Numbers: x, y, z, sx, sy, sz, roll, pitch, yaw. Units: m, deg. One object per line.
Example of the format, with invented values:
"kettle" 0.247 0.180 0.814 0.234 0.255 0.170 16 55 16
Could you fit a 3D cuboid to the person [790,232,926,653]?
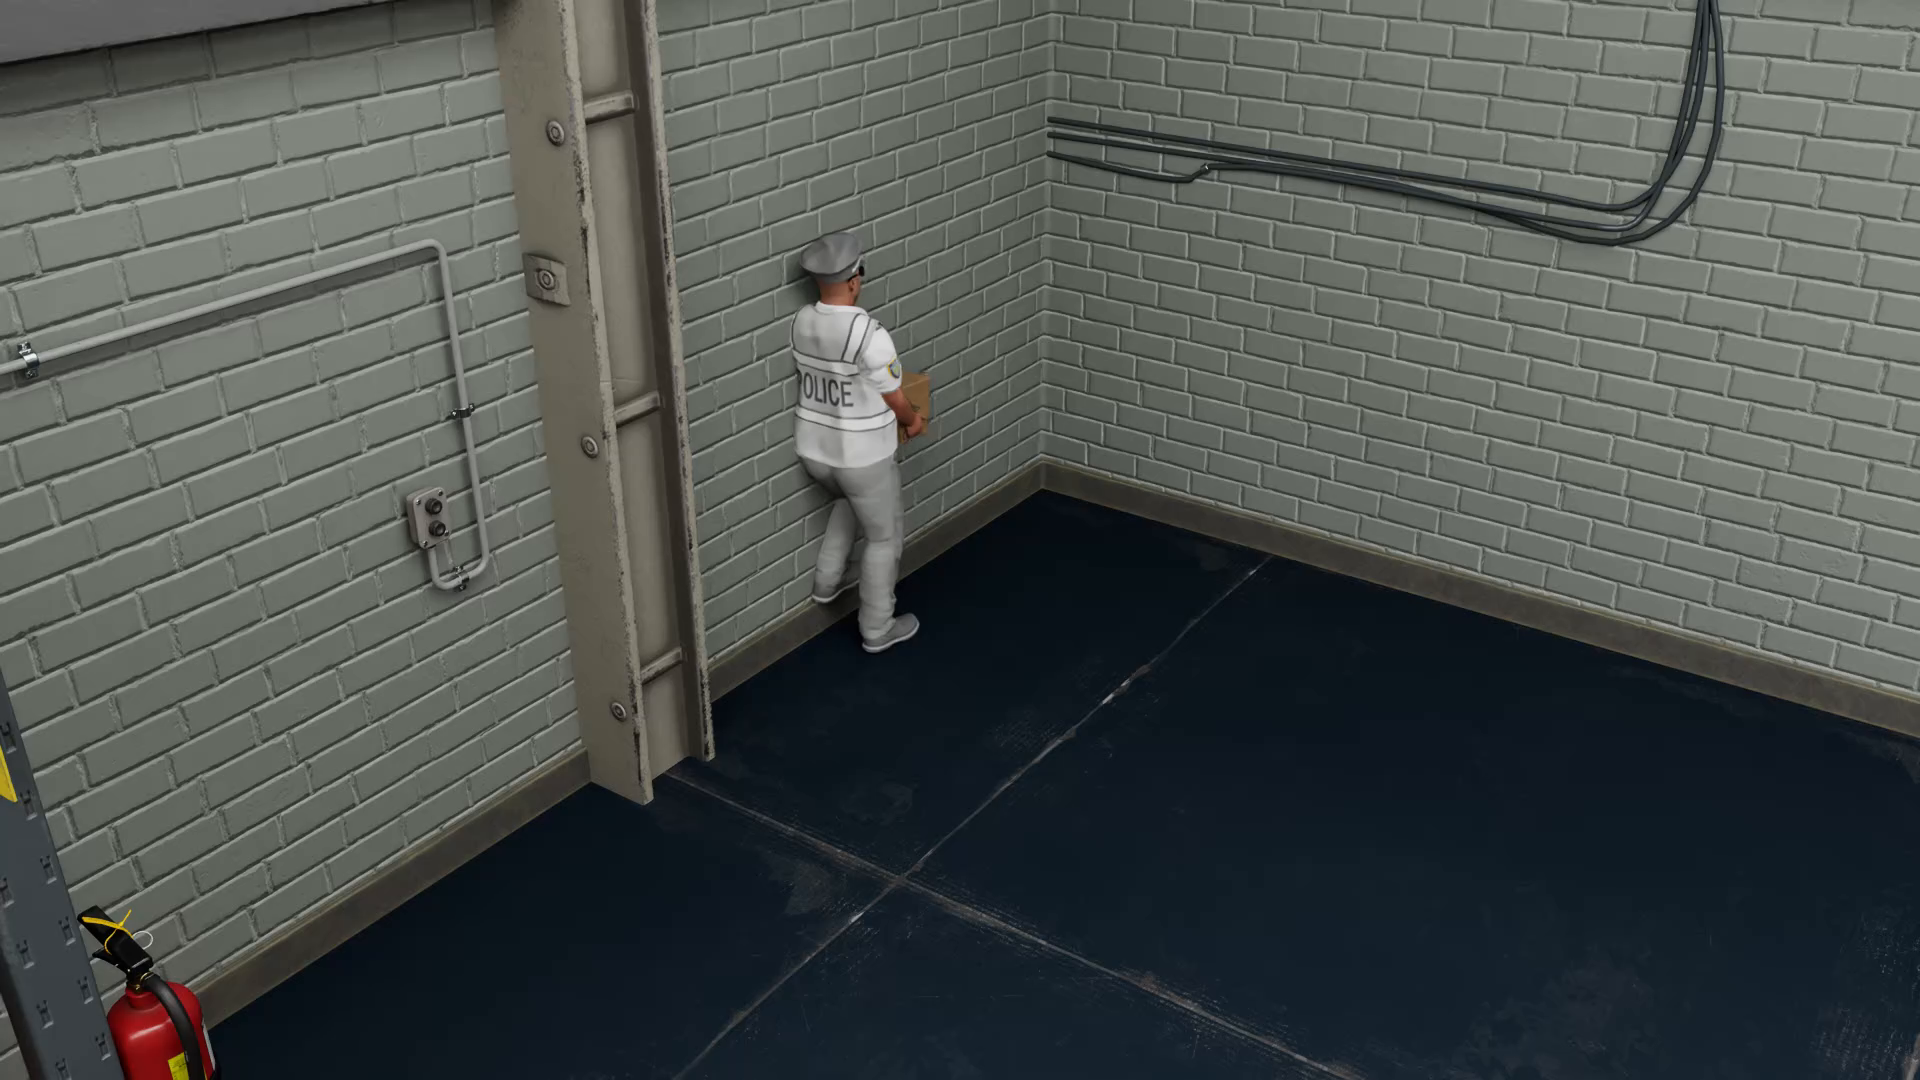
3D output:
"person" -0.417 -0.414 6.904 0.518 1.770 0.550 17 31 30
